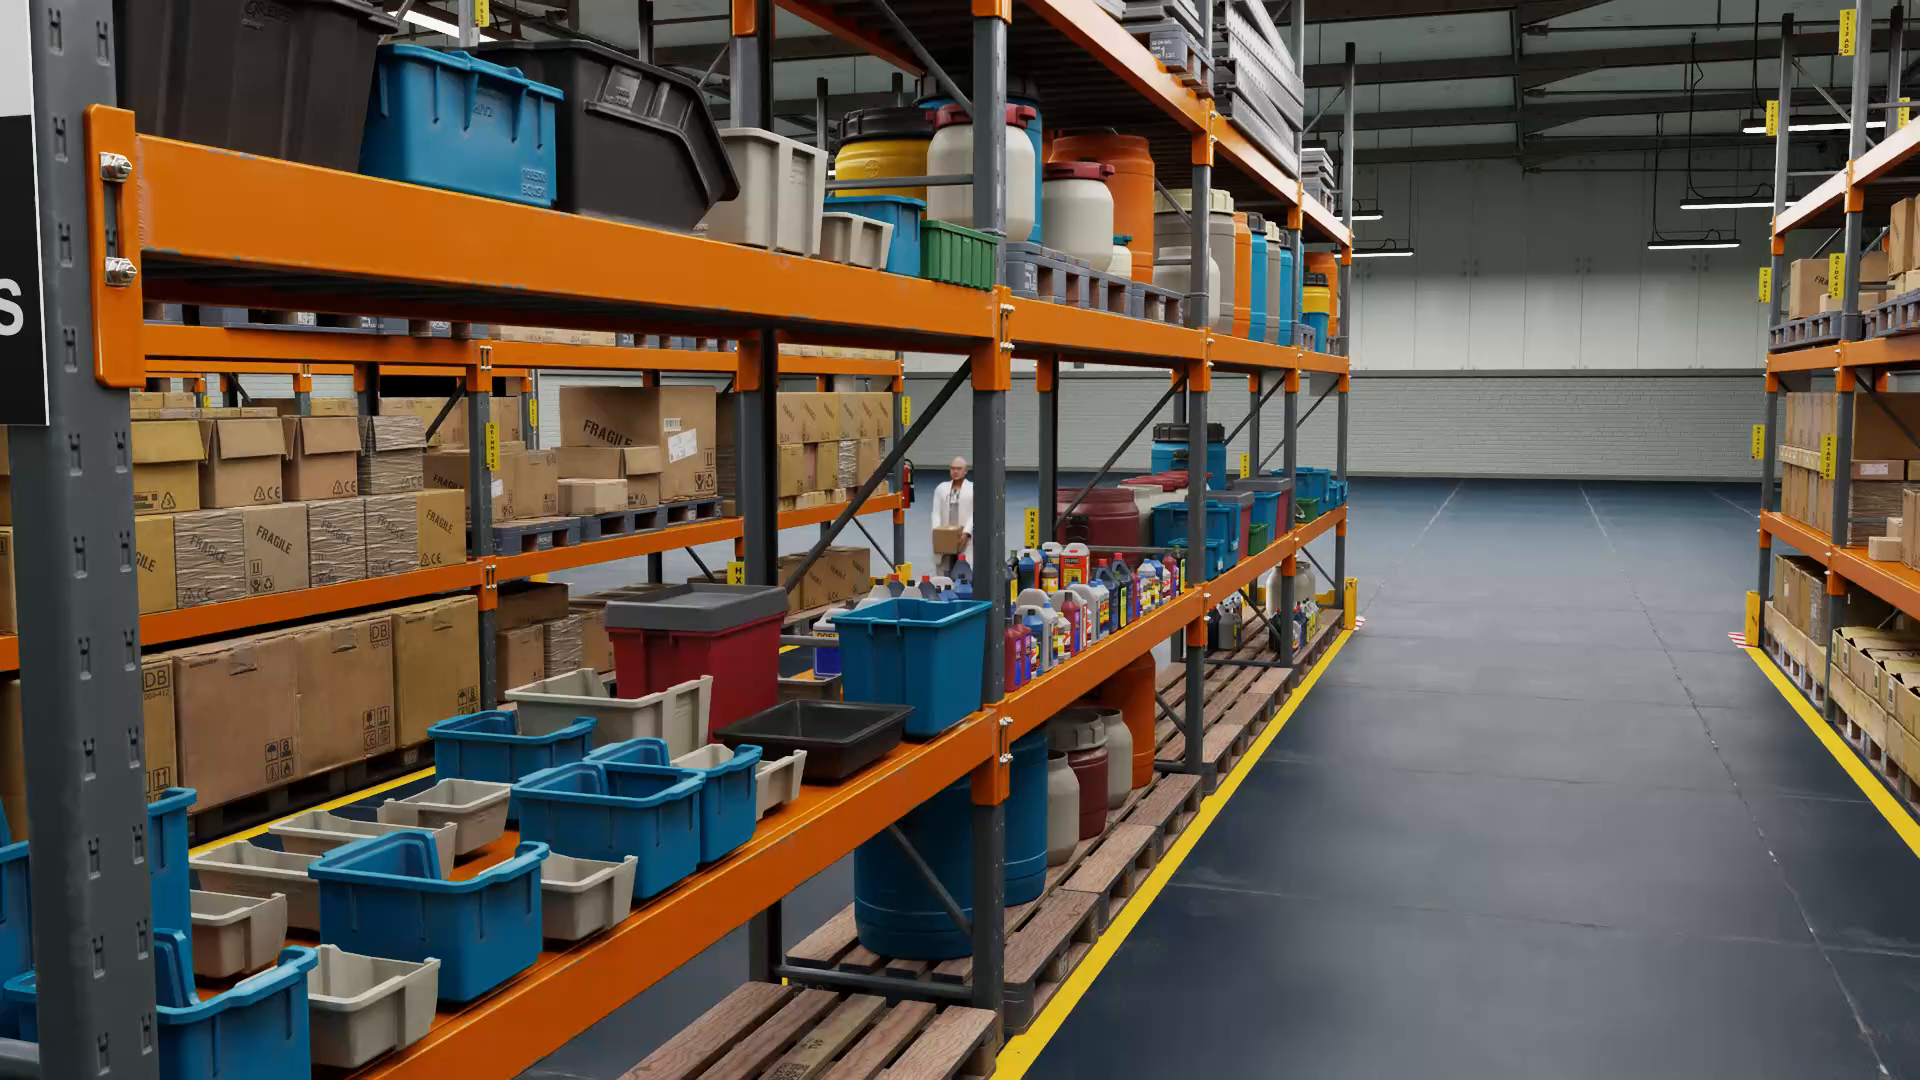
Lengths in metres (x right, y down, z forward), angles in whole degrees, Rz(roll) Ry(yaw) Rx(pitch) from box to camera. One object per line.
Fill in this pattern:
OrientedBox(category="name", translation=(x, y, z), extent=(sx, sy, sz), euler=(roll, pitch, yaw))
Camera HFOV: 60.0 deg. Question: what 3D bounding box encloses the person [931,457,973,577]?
OrientedBox(category="person", translation=(-0.056, 0.040, 17.162), extent=(0.566, 1.782, 0.499), euler=(2, 5, 18))
